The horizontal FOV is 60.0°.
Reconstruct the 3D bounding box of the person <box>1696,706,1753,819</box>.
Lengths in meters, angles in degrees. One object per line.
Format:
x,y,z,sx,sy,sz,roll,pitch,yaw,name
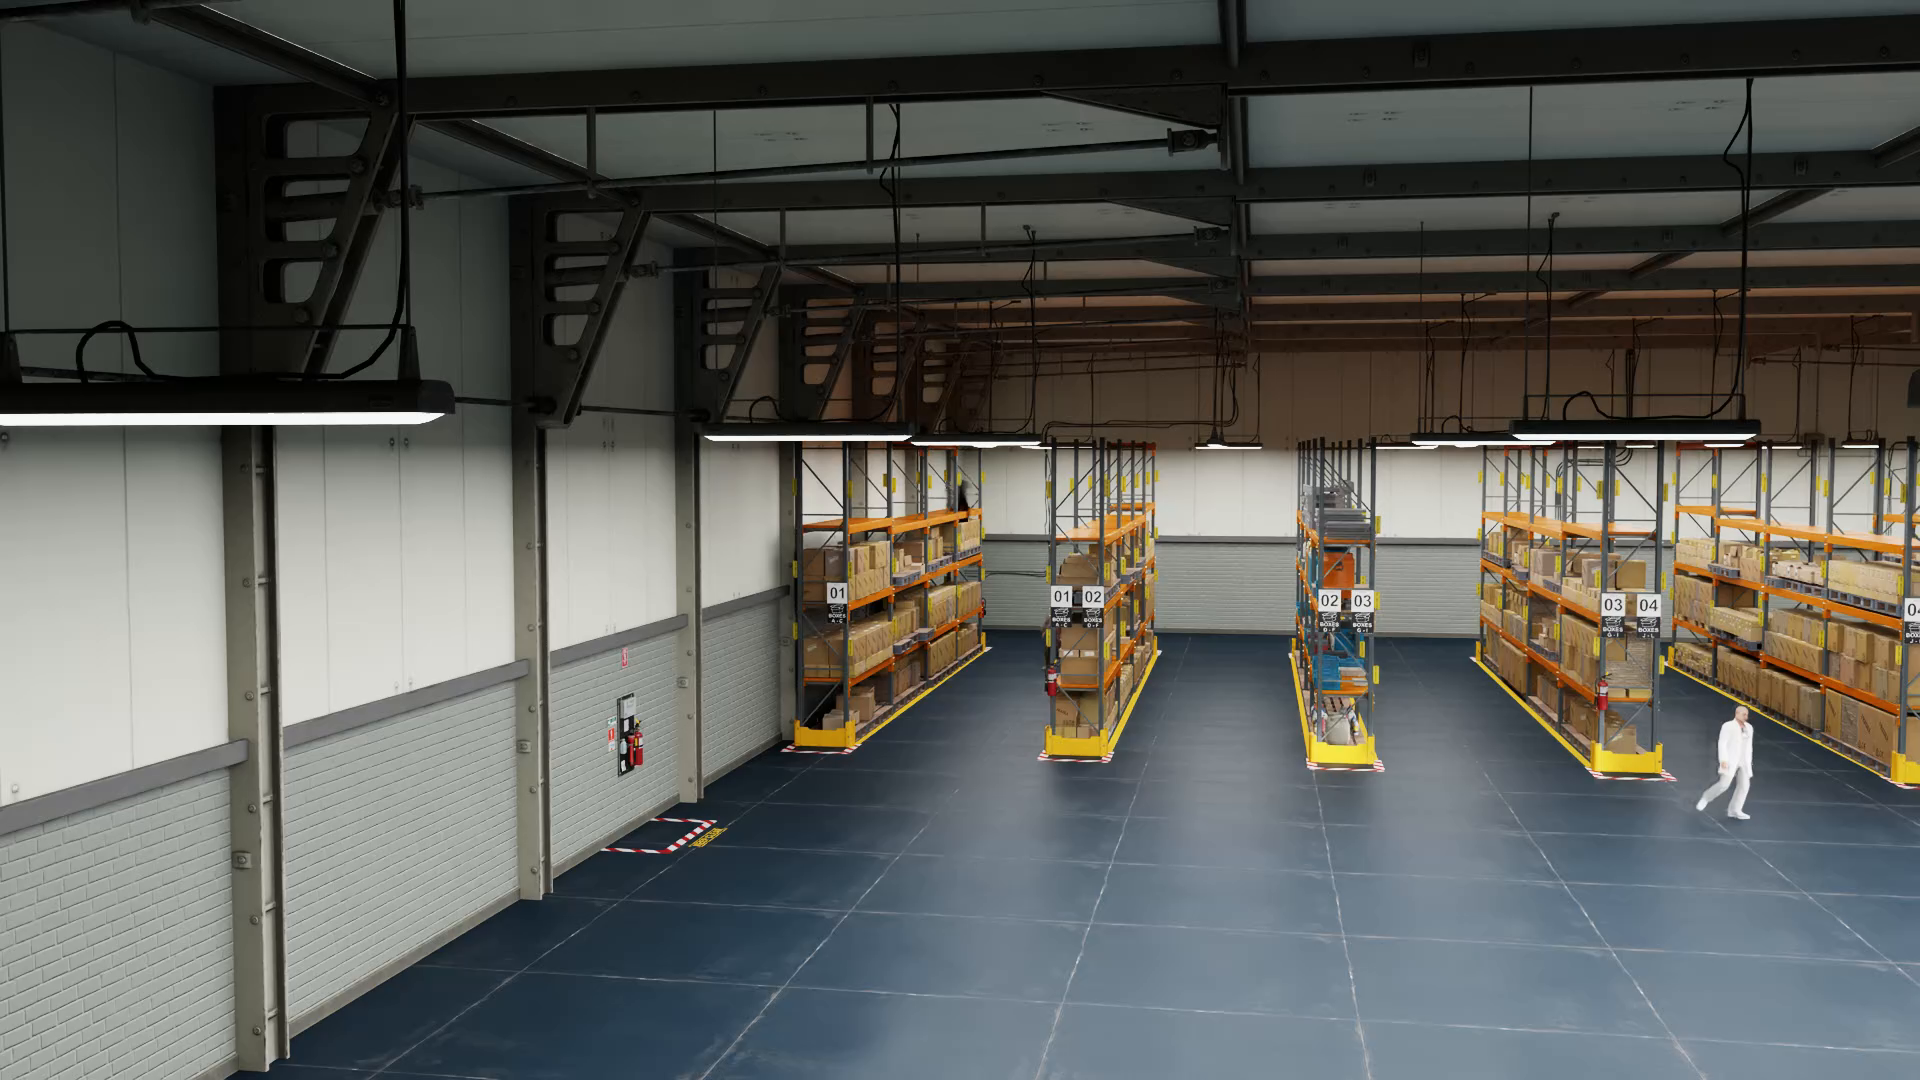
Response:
11.998,3.456,26.006,0.757,1.754,0.651,-1,3,-12,person

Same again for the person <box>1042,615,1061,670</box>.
2.504,2.564,43.631,0.769,1.713,0.573,2,3,27,person

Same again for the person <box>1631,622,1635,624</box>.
18.005,2.464,45.259,0.674,1.714,0.781,-2,4,-40,person
